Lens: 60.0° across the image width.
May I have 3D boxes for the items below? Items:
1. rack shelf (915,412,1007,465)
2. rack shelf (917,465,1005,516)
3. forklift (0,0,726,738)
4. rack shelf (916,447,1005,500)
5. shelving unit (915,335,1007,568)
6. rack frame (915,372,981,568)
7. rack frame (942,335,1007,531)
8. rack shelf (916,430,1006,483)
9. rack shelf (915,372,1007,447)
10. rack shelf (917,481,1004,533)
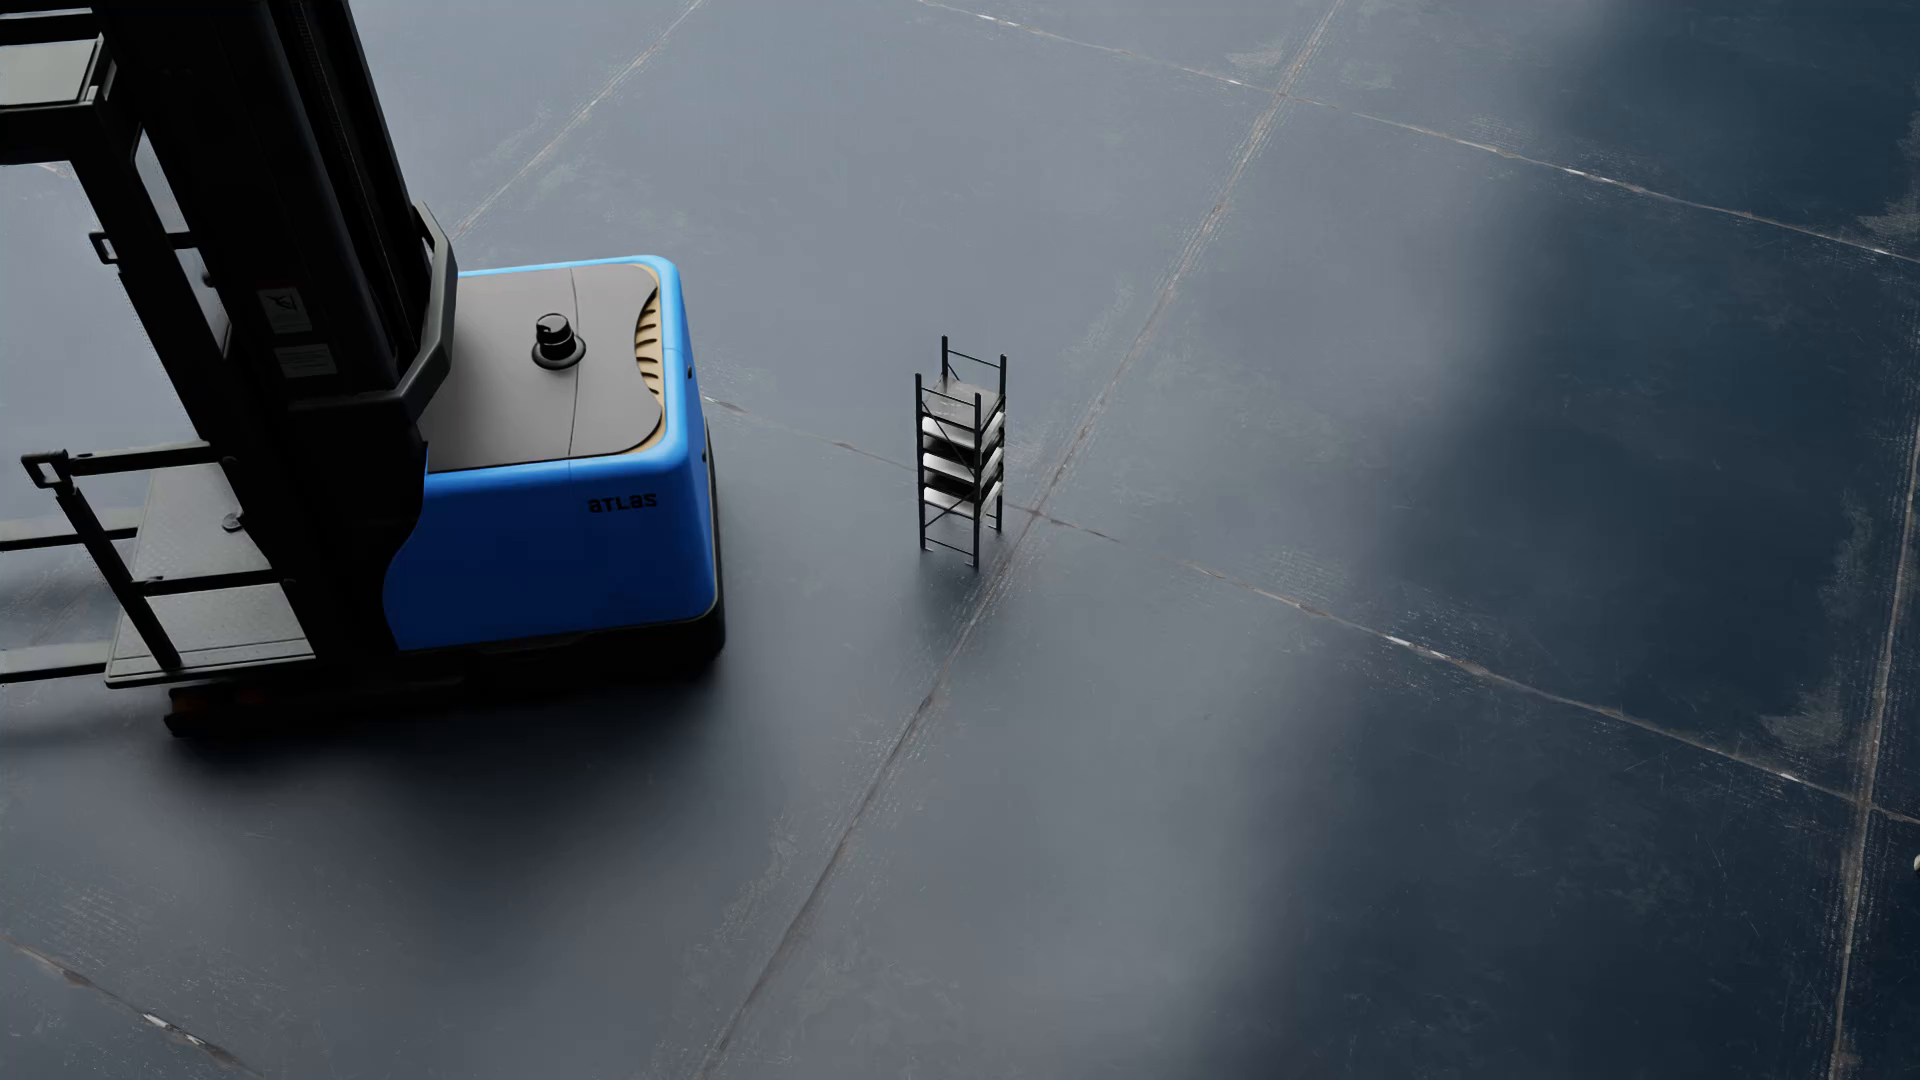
[{"bbox_3d":[0.003,-0.392,5.800,0.258,0.077,0.200,20,52,16],"label":"rack shelf"},{"bbox_3d":[0.003,-0.217,6.006,0.258,0.077,0.200,20,52,16],"label":"rack shelf"},{"bbox_3d":[-2.386,-0.714,4.933,3.031,2.935,1.130,-6,50,-5],"label":"forklift"},{"bbox_3d":[0.003,-0.276,5.937,0.258,0.077,0.200,20,52,16],"label":"rack shelf"},{"bbox_3d":[0.003,-0.297,5.912,0.258,0.900,0.210,20,52,16],"label":"shelving unit"},{"bbox_3d":[-0.040,-0.227,5.852,0.240,0.900,0.006,20,52,16],"label":"rack frame"},{"bbox_3d":[0.047,-0.367,5.972,0.240,0.900,0.006,20,52,16],"label":"rack frame"},{"bbox_3d":[0.003,-0.334,5.869,0.258,0.077,0.200,20,52,16],"label":"rack shelf"},{"bbox_3d":[0.003,-0.451,5.732,0.258,0.077,0.200,20,52,16],"label":"rack shelf"},{"bbox_3d":[0.003,-0.159,6.075,0.258,0.077,0.200,20,52,16],"label":"rack shelf"}]
